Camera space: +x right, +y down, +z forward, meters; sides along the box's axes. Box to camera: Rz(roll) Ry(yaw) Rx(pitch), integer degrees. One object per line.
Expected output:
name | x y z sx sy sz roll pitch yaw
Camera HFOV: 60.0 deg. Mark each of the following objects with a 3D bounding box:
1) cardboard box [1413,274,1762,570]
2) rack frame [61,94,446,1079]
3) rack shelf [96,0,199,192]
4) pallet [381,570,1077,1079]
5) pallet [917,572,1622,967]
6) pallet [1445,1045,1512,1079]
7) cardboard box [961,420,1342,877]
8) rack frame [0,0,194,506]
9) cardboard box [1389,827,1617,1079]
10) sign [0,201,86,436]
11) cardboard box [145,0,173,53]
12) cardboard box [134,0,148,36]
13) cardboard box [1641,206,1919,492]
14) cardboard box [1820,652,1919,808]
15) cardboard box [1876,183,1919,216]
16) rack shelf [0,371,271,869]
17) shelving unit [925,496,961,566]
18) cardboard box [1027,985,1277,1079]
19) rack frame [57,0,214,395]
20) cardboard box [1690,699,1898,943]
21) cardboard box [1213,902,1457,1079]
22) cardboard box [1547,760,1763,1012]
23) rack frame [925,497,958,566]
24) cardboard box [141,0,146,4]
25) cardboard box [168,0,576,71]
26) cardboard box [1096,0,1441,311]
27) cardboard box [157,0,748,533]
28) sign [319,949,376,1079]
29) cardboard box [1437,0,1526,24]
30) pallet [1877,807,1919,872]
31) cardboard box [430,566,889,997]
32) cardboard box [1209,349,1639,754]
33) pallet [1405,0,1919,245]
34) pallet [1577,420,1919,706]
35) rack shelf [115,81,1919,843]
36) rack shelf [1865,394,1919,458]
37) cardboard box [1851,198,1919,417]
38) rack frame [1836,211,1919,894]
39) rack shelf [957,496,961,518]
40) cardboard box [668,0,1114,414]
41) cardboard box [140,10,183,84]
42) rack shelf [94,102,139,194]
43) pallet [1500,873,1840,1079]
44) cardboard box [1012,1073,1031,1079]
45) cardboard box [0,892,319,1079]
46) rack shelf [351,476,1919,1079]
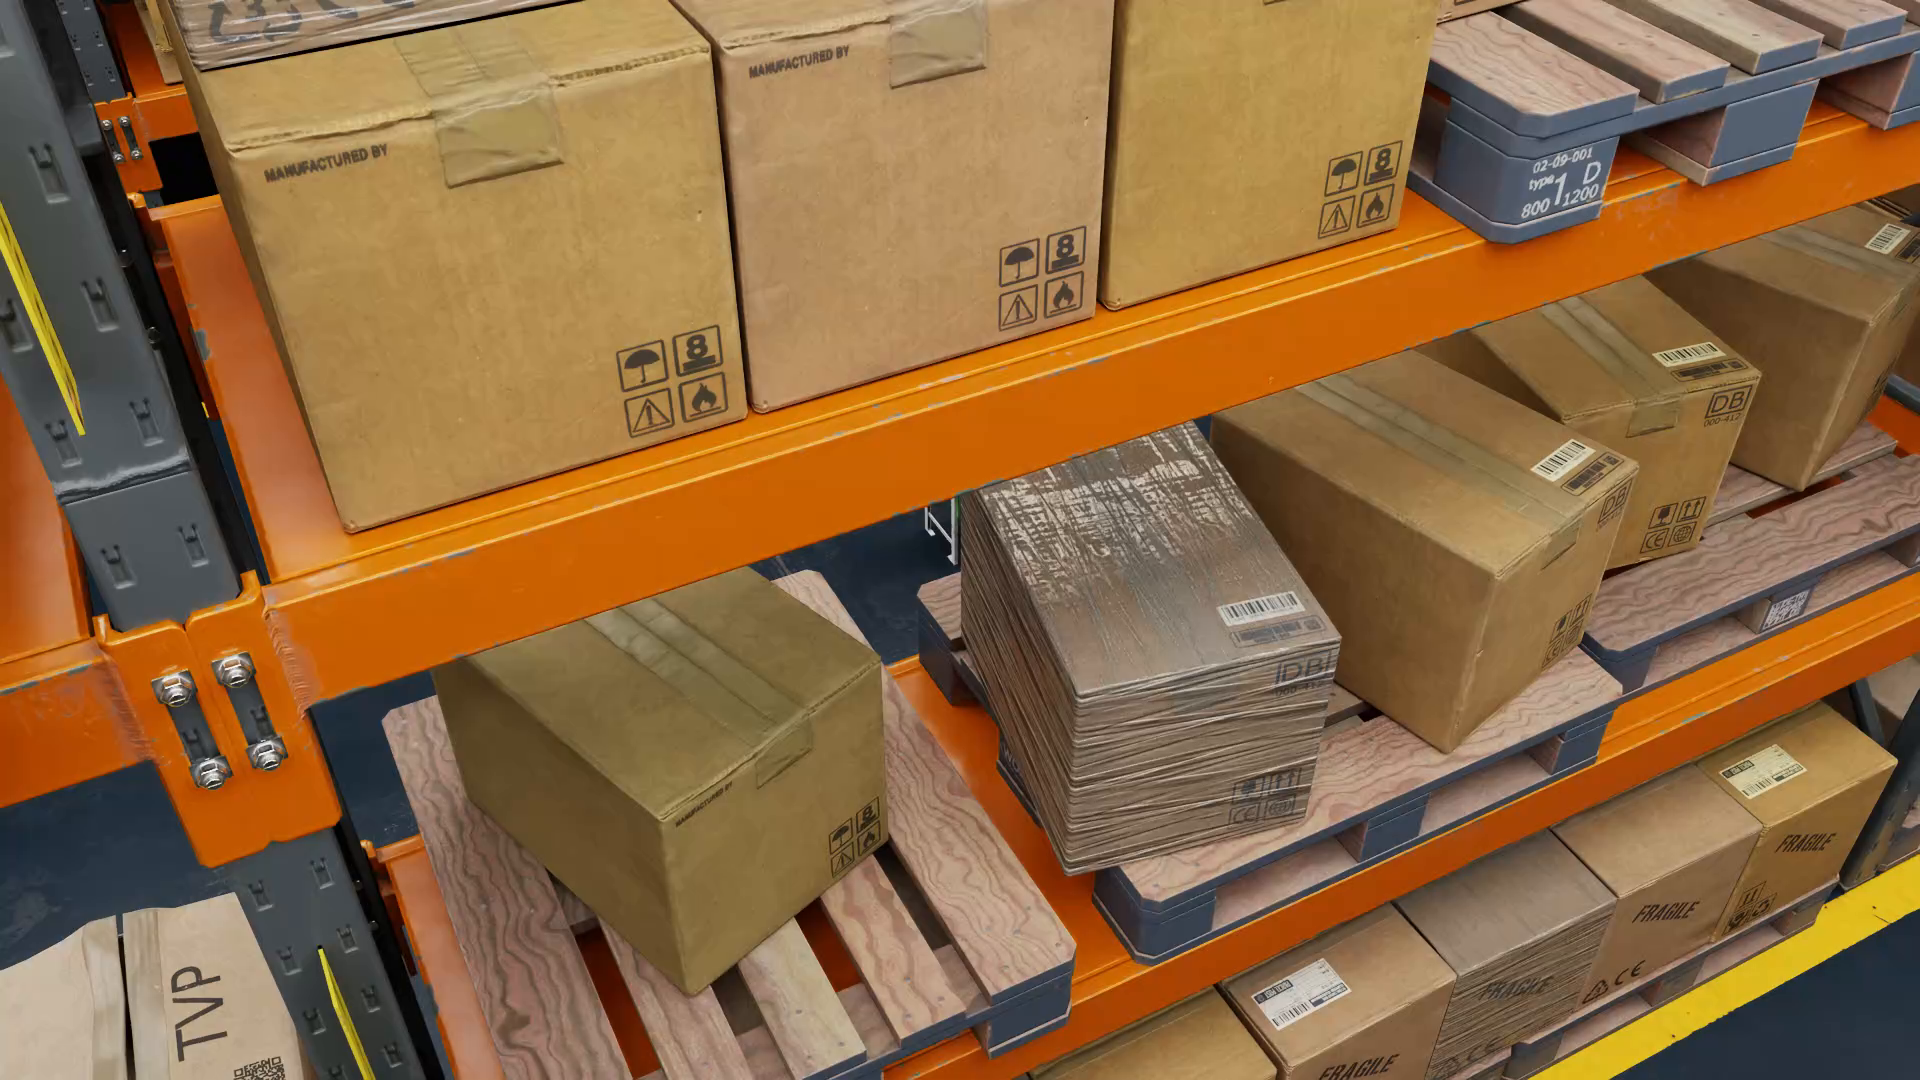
cardboard box | 1.377 -0.331 3.917 0.500 0.500 0.700 -12 42 -14
rack frame | -1.066 0.806 2.976 0.127 3.000 1.000 -19 44 -21
rack shelf | -1.584 -2.354 7.266 4.000 0.370 1.077 -19 44 -21
pallet | -0.498 0.637 3.325 1.003 0.211 1.213 -19 44 -21
pallet | 0.656 0.296 3.727 1.213 0.211 1.003 -19 44 -21
pallet | 0.694 1.308 4.542 1.213 0.211 1.003 -19 44 -21
cardboard box | 0.339 0.192 3.300 0.500 0.500 0.700 -11 41 -13
rack frame | -1.066 -1.484 1.038 0.127 3.000 1.000 -19 44 -21
cardboard box | 1.289 1.002 4.339 0.500 0.500 0.500 -18 43 -20
sign | -0.817 -0.246 1.436 0.005 0.325 0.100 -19 44 -21
cardboard box | -2.809 -2.189 6.191 0.500 0.500 0.500 -17 43 -19
cardboard box | -3.187 -2.187 6.691 0.250 0.149 0.380 -18 43 -20
cardboard box | 1.958 -0.573 4.203 0.700 0.500 0.500 31 49 31
cardboard box | 2.954 0.469 5.114 0.500 0.311 0.500 -19 44 -21
cardboard box | 2.810 -1.107 4.385 0.500 0.500 0.500 -18 44 -20
rack shelf | -2.840 0.533 1.534 4.000 0.370 1.077 -19 44 -21
shelving unit | 0.147 -0.507 5.921 0.503 1.200 0.258 -19 44 -21
cardboard box | 0.378 1.314 3.970 0.500 0.500 0.500 -19 44 -21
rack frame | -3.358 -2.031 6.328 0.127 3.000 1.000 -19 44 -21
cardboard box | 2.176 0.710 4.684 0.500 0.500 0.500 -19 44 -21
cardboard box | 0.839 1.155 4.158 0.500 0.500 0.500 -20 44 -22
cardboard box | 1.734 0.853 4.515 0.500 0.500 0.500 -18 44 -20
rack frame | -0.070 -0.435 5.835 0.015 1.200 0.240 -19 44 -21
cardboard box | -3.061 -2.483 6.538 0.500 0.500 0.500 -18 44 -20
cardboard box | -0.677 -0.885 1.801 0.500 0.500 0.500 -19 44 -21
cardboard box | 0.219 -0.834 2.514 0.500 0.500 0.910 -19 44 -21
cardboard box | -0.695 -0.526 2.151 0.500 0.500 0.910 -19 44 -21
sign | -0.807 0.681 2.227 0.005 0.325 0.100 -19 44 -21
cardboard box | 0.819 -1.261 2.617 0.600 0.600 0.600 -20 44 -22
pallet | 3.091 0.472 5.529 1.213 0.211 1.003 -19 44 -21
cardboard box | -0.560 0.355 3.106 0.700 0.500 0.500 31 49 31
cardboard box | 0.943 -0.023 3.554 0.500 0.500 0.700 -30 49 -31
pallet | 0.952 -0.995 2.928 1.003 0.211 1.213 -19 44 -21
pallet | 1.722 -0.138 4.240 1.213 0.211 1.003 -19 44 -21
rack shelf | 0.707 -0.661 2.944 4.000 0.370 1.077 -19 44 -21
rack shelf | 4.255 -0.710 5.324 4.000 0.370 1.077 -19 44 -21
cardboard box | 2.806 -0.722 4.704 0.500 0.500 0.500 -18 43 -20
rack frame | 2.481 -0.388 4.386 0.127 3.000 1.000 -19 44 -21
rack shelf | 0.147 -0.275 6.117 0.480 0.148 0.258 -19 44 -21
cardboard box | -0.243 -0.679 2.331 0.500 0.500 0.910 -19 44 -21
cardboard box | -2.959 -1.909 6.362 0.250 0.149 0.380 -19 44 -21
rack shelf | -5.132 -1.160 5.855 4.000 0.370 1.077 -19 44 -21
pallet | 1.777 0.941 4.975 1.213 0.211 1.003 -19 44 -21
cardboard box | -0.069 1.461 3.797 0.500 0.500 0.500 -20 44 -22
cardboard box | -1.409 0.924 2.906 0.500 0.311 0.500 -16 43 -18
rack shelf | 0.707 0.484 3.914 4.000 0.370 1.077 -19 44 -21
